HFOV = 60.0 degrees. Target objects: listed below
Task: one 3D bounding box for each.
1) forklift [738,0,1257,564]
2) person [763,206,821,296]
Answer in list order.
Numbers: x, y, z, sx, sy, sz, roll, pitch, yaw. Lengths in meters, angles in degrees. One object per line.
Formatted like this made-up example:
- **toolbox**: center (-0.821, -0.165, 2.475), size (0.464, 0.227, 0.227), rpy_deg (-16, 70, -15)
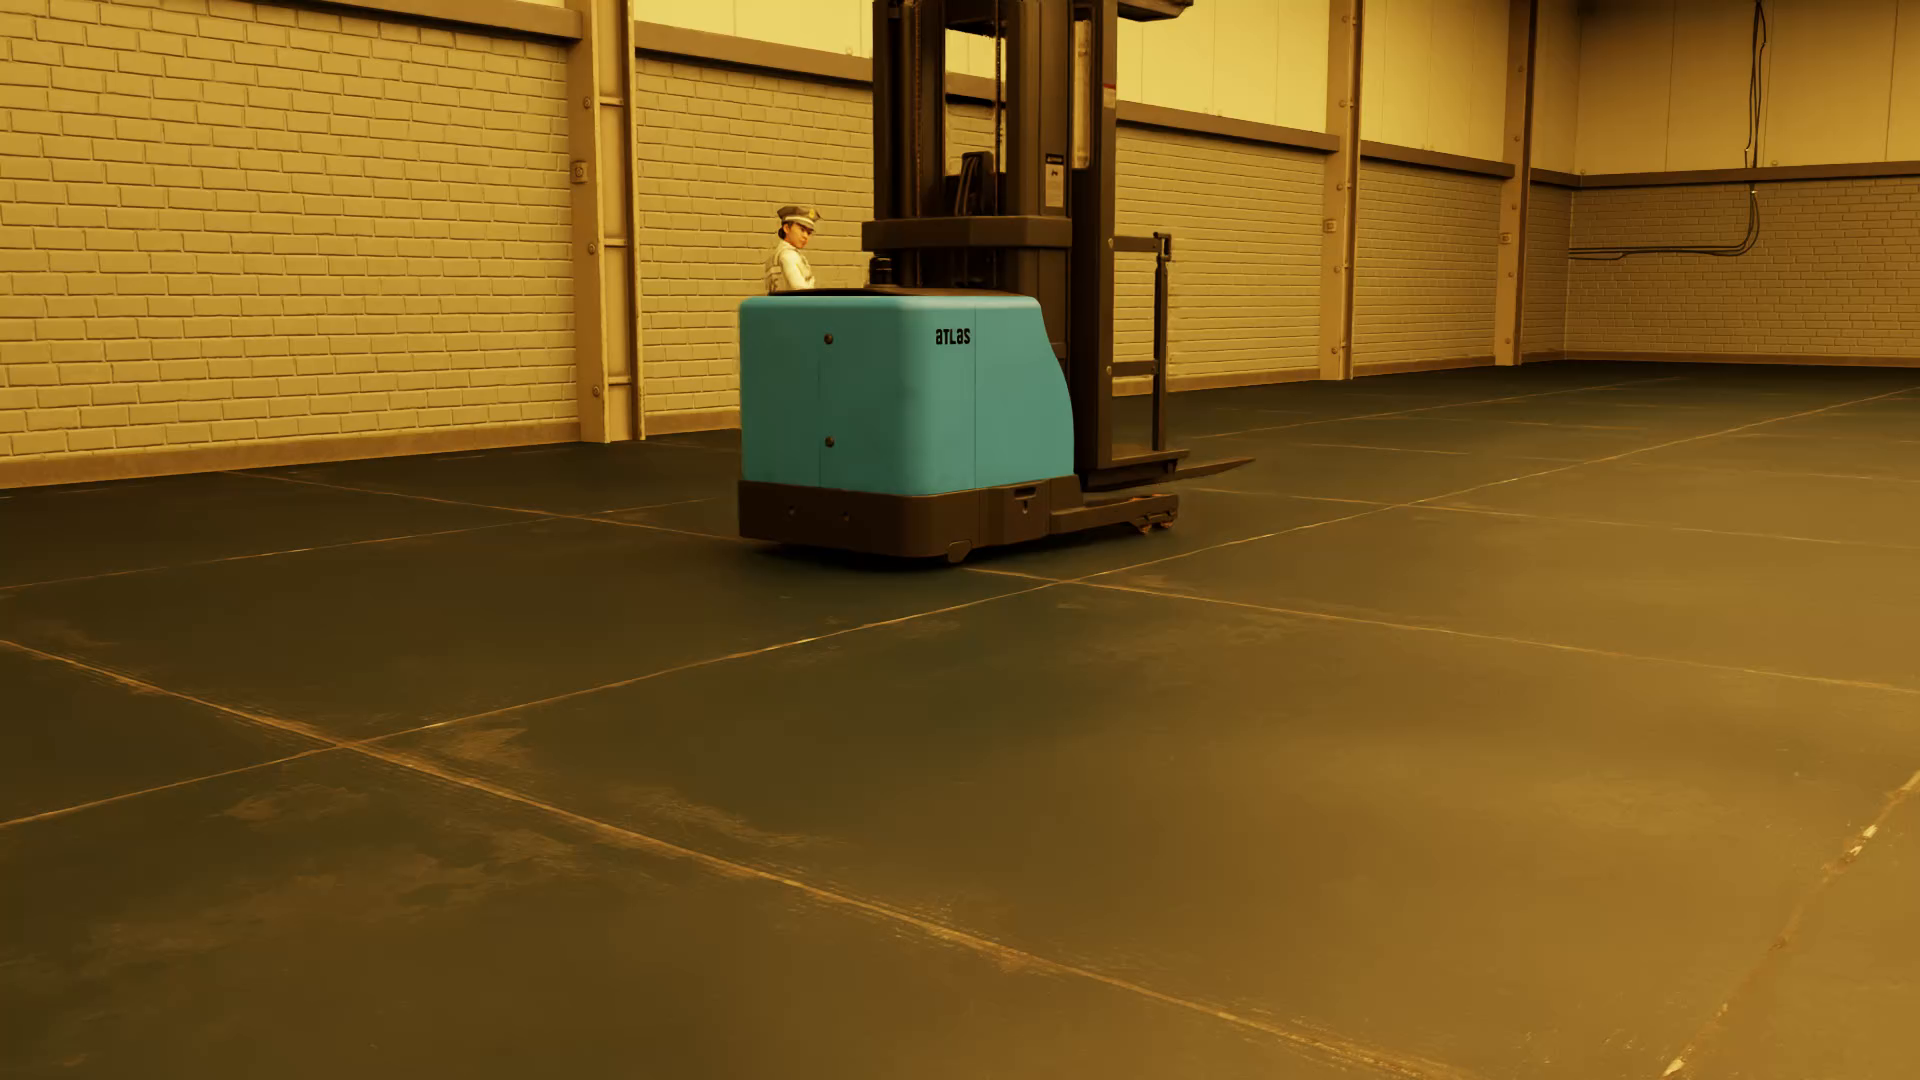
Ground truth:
- **forklift**: center (0.373, -1.522, 7.685), size (1.130, 2.935, 3.031), rpy_deg (7, 11, 38)
- **person**: center (-1.009, -1.229, 10.260), size (0.481, 1.632, 0.712), rpy_deg (-5, 10, -32)
